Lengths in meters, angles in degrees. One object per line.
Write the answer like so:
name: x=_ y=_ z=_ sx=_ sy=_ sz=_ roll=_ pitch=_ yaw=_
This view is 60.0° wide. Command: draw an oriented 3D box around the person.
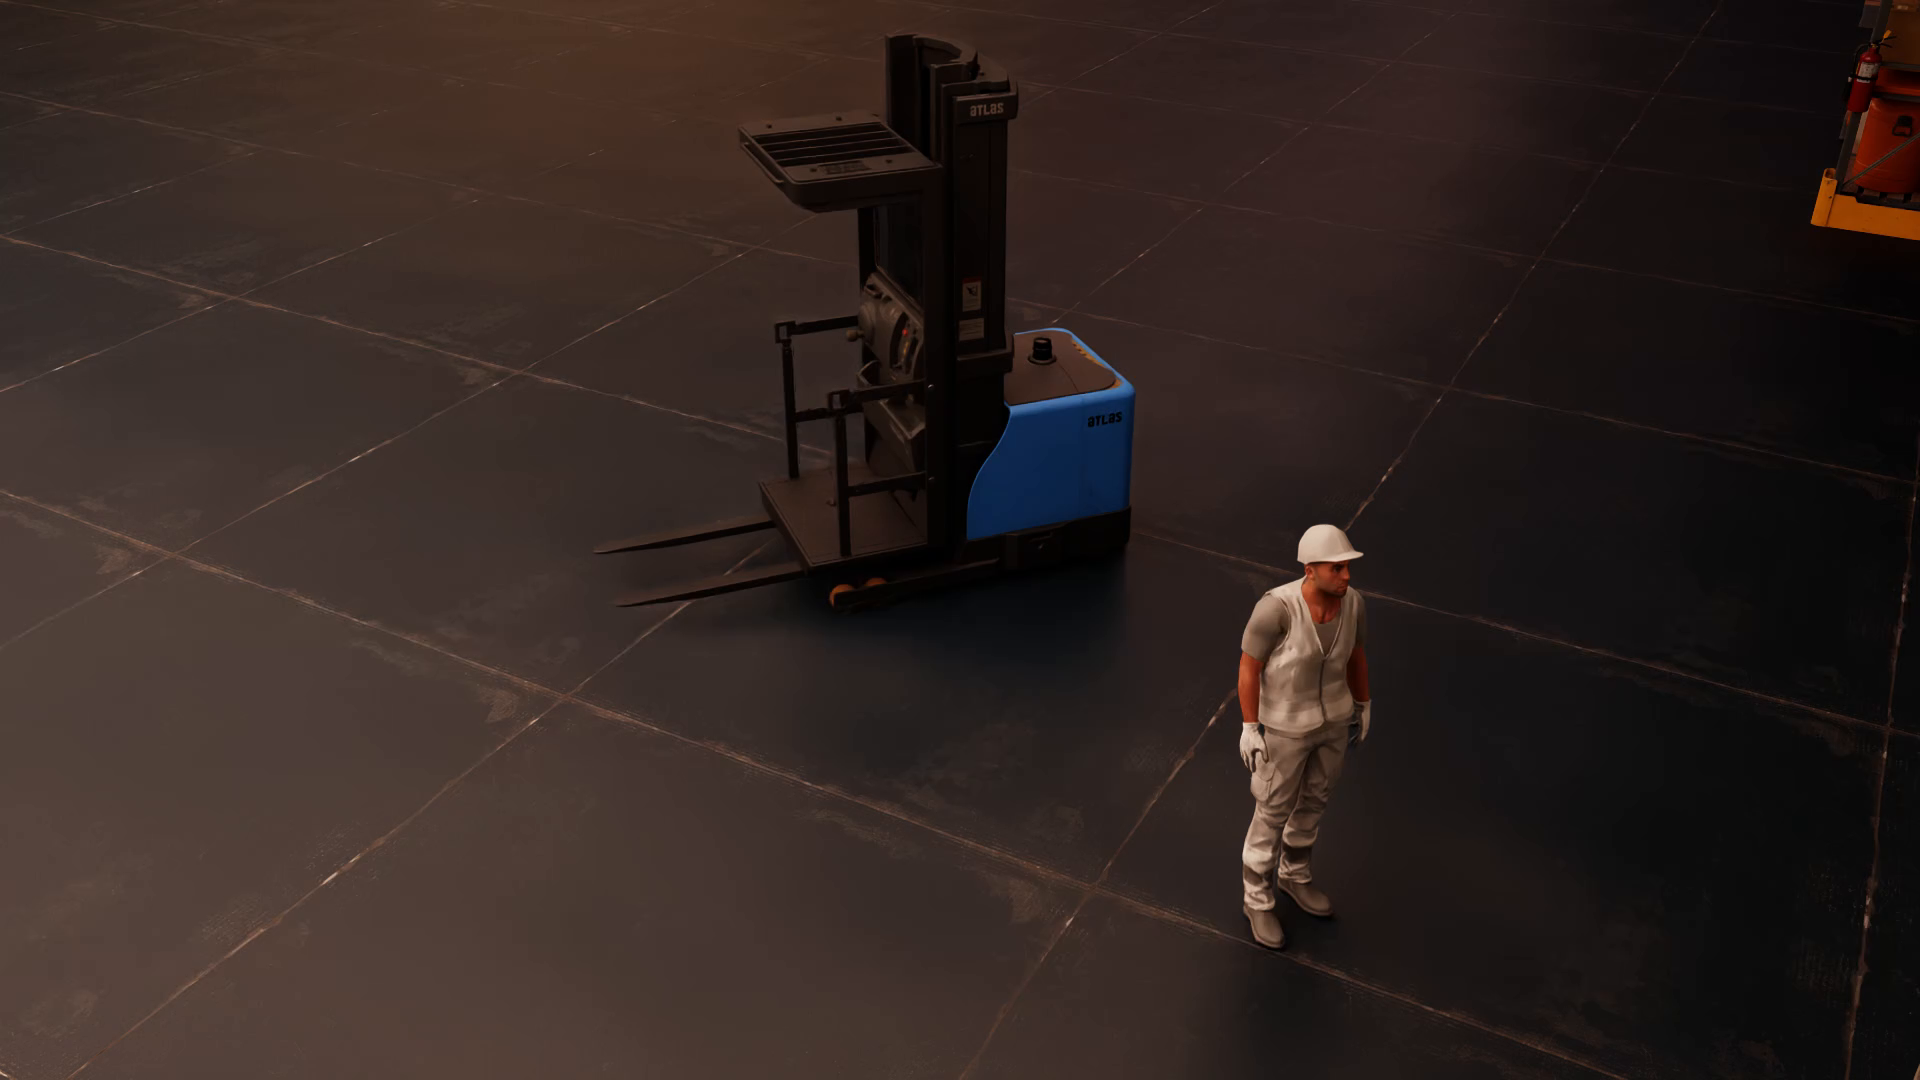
person: x=1.451 y=0.791 z=6.834 sx=0.636 sy=1.791 sz=0.545 roll=-12 pitch=32 yaw=-20

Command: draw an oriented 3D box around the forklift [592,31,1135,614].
forklift: x=-0.567 y=-1.154 z=9.070 sx=3.031 sy=2.935 sz=1.130 roll=-11 pitch=32 yaw=-19
